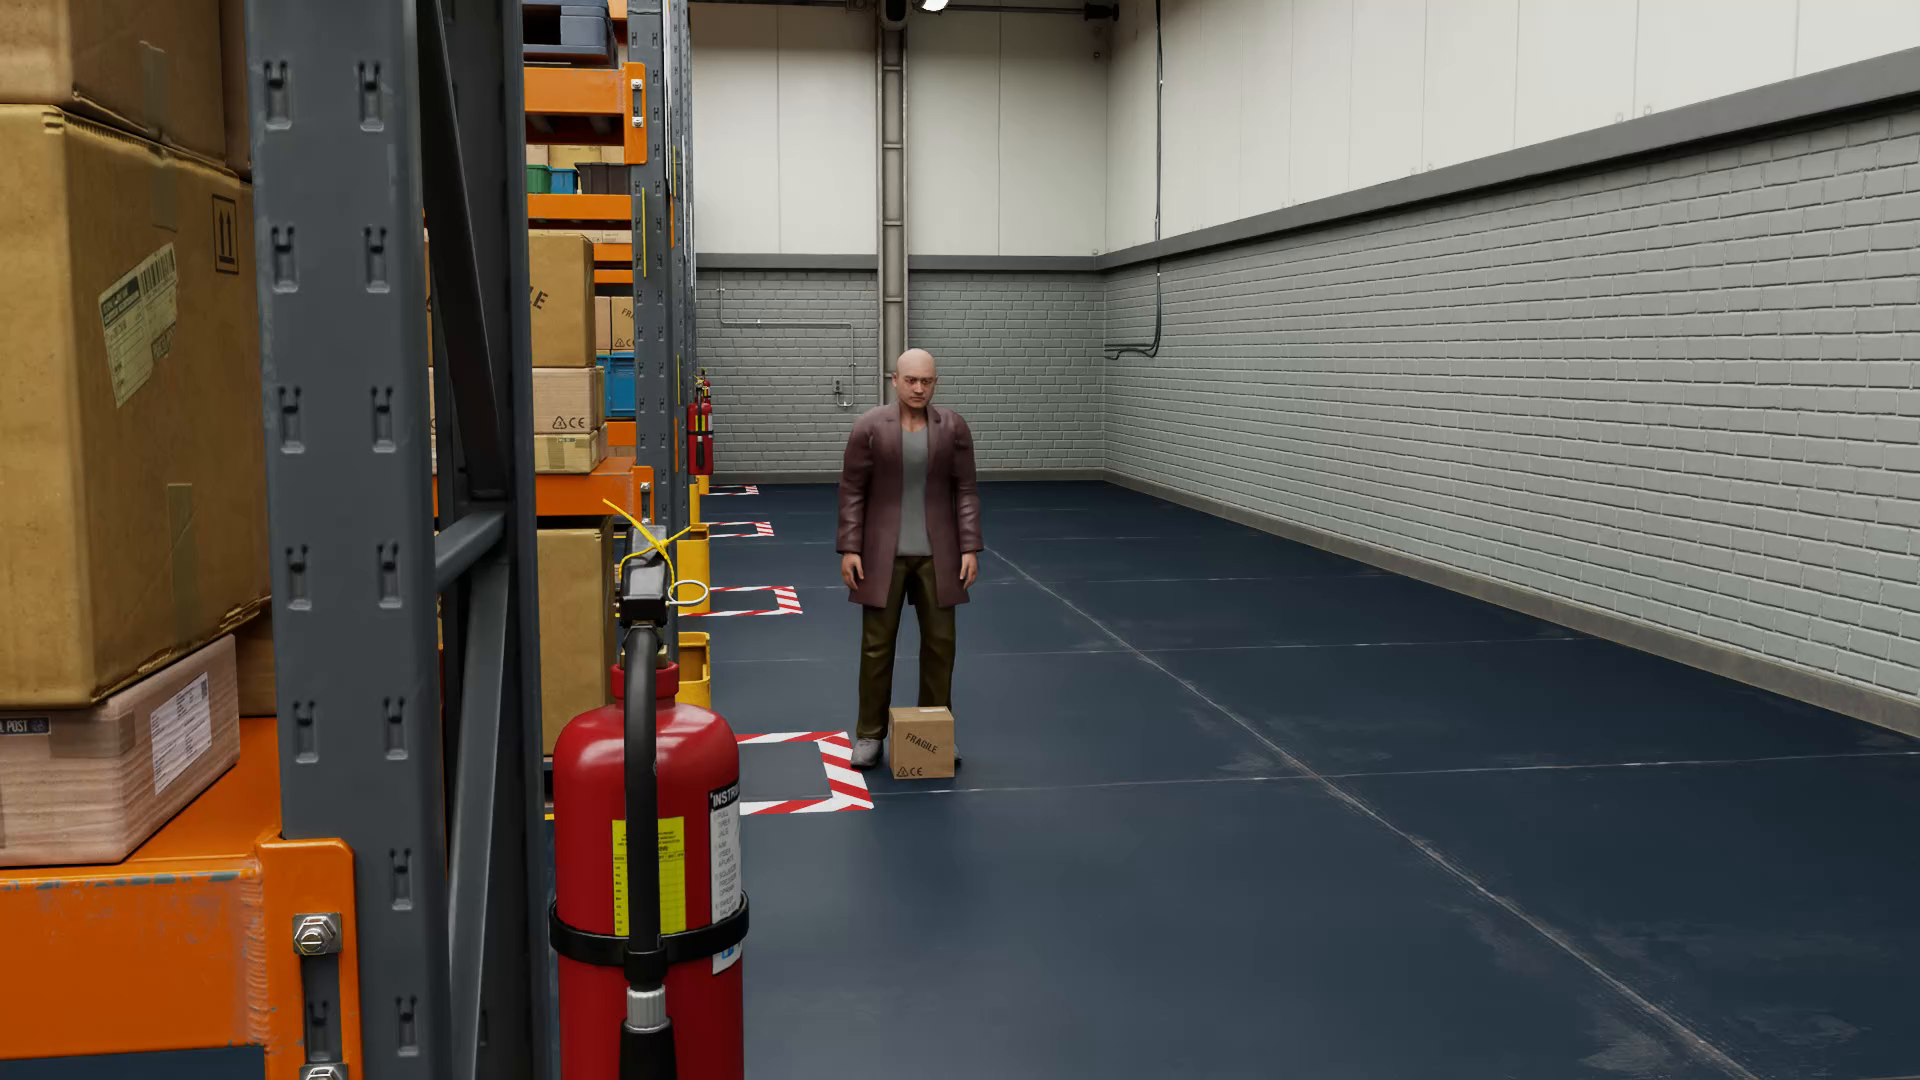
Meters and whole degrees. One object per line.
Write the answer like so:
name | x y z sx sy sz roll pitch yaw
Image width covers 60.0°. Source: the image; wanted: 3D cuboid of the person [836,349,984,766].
person | -0.215 0.068 7.162 0.642 1.773 0.428 -1 6 -9
